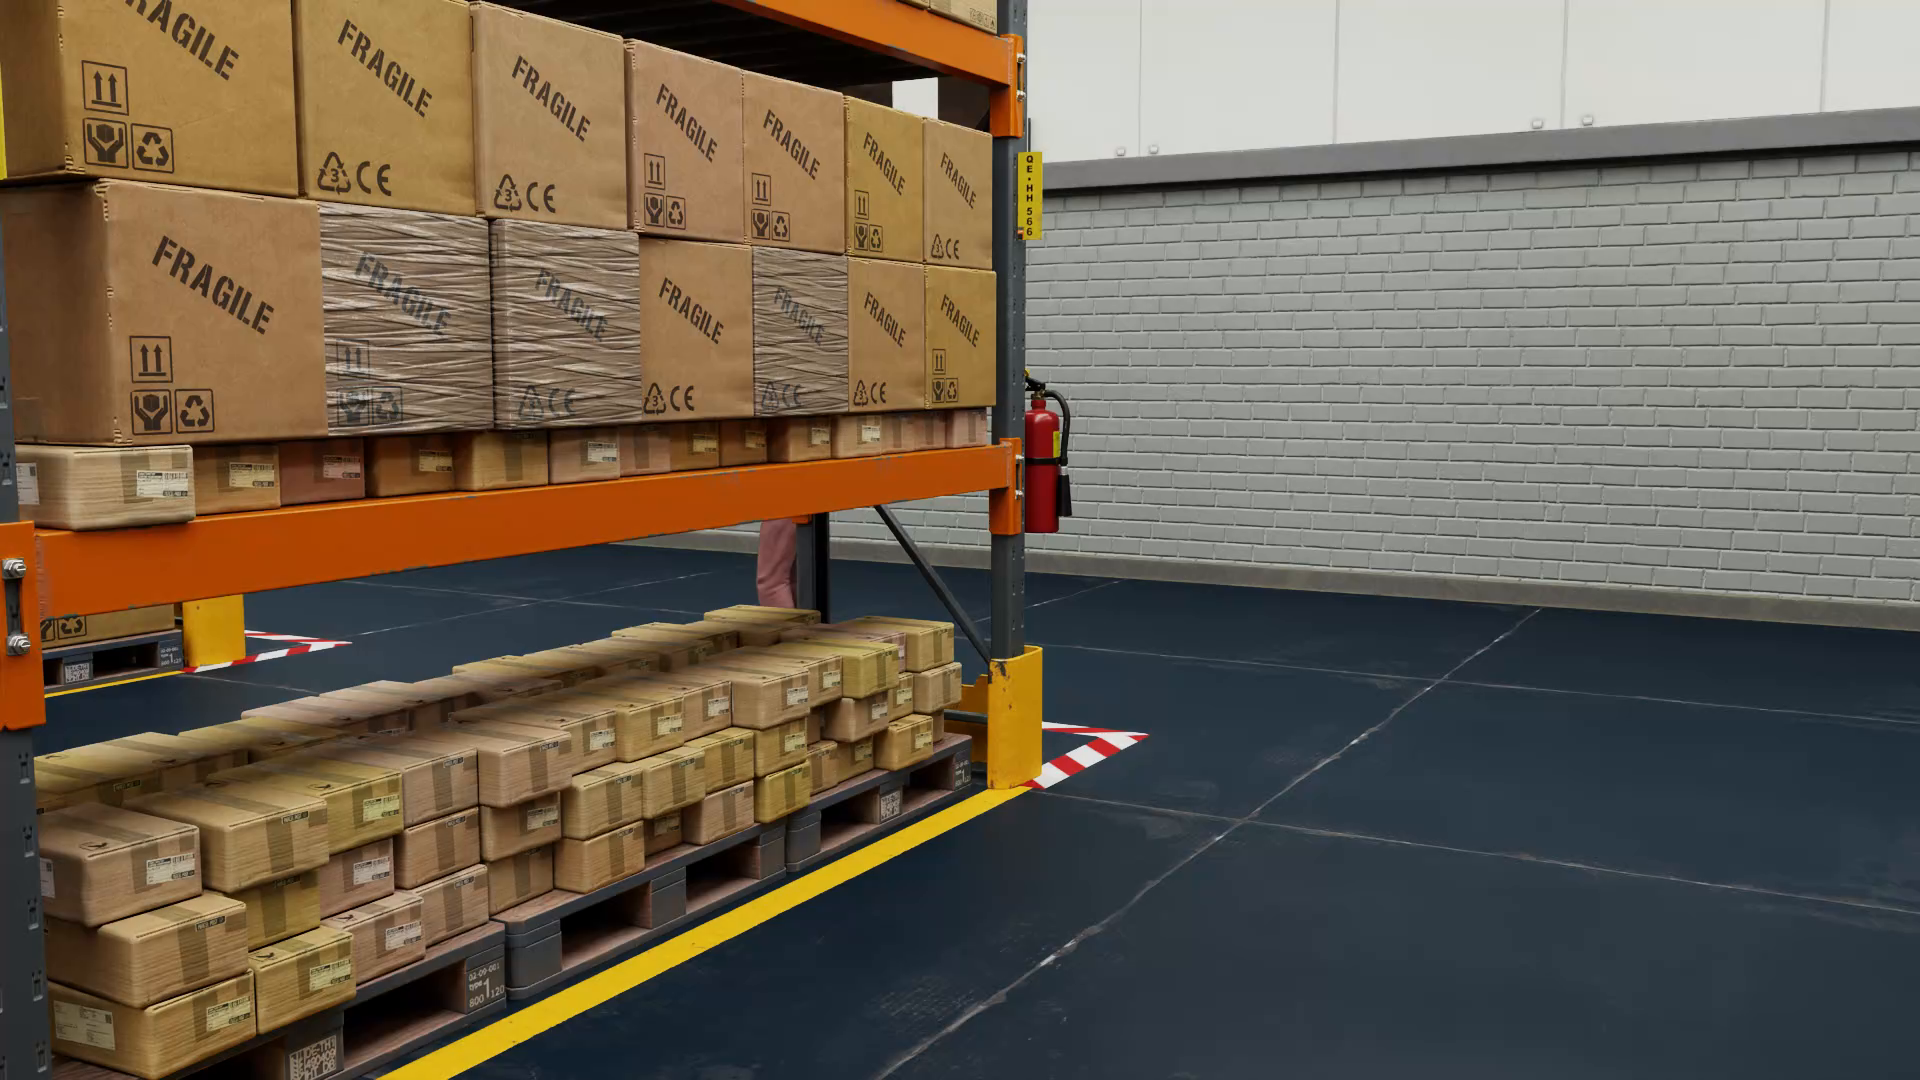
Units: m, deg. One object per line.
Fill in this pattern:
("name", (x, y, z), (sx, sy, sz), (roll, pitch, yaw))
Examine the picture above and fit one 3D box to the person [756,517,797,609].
("person", (-0.929, -0.126, 8.578), (0.552, 1.662, 0.428), (3, 7, 29))
